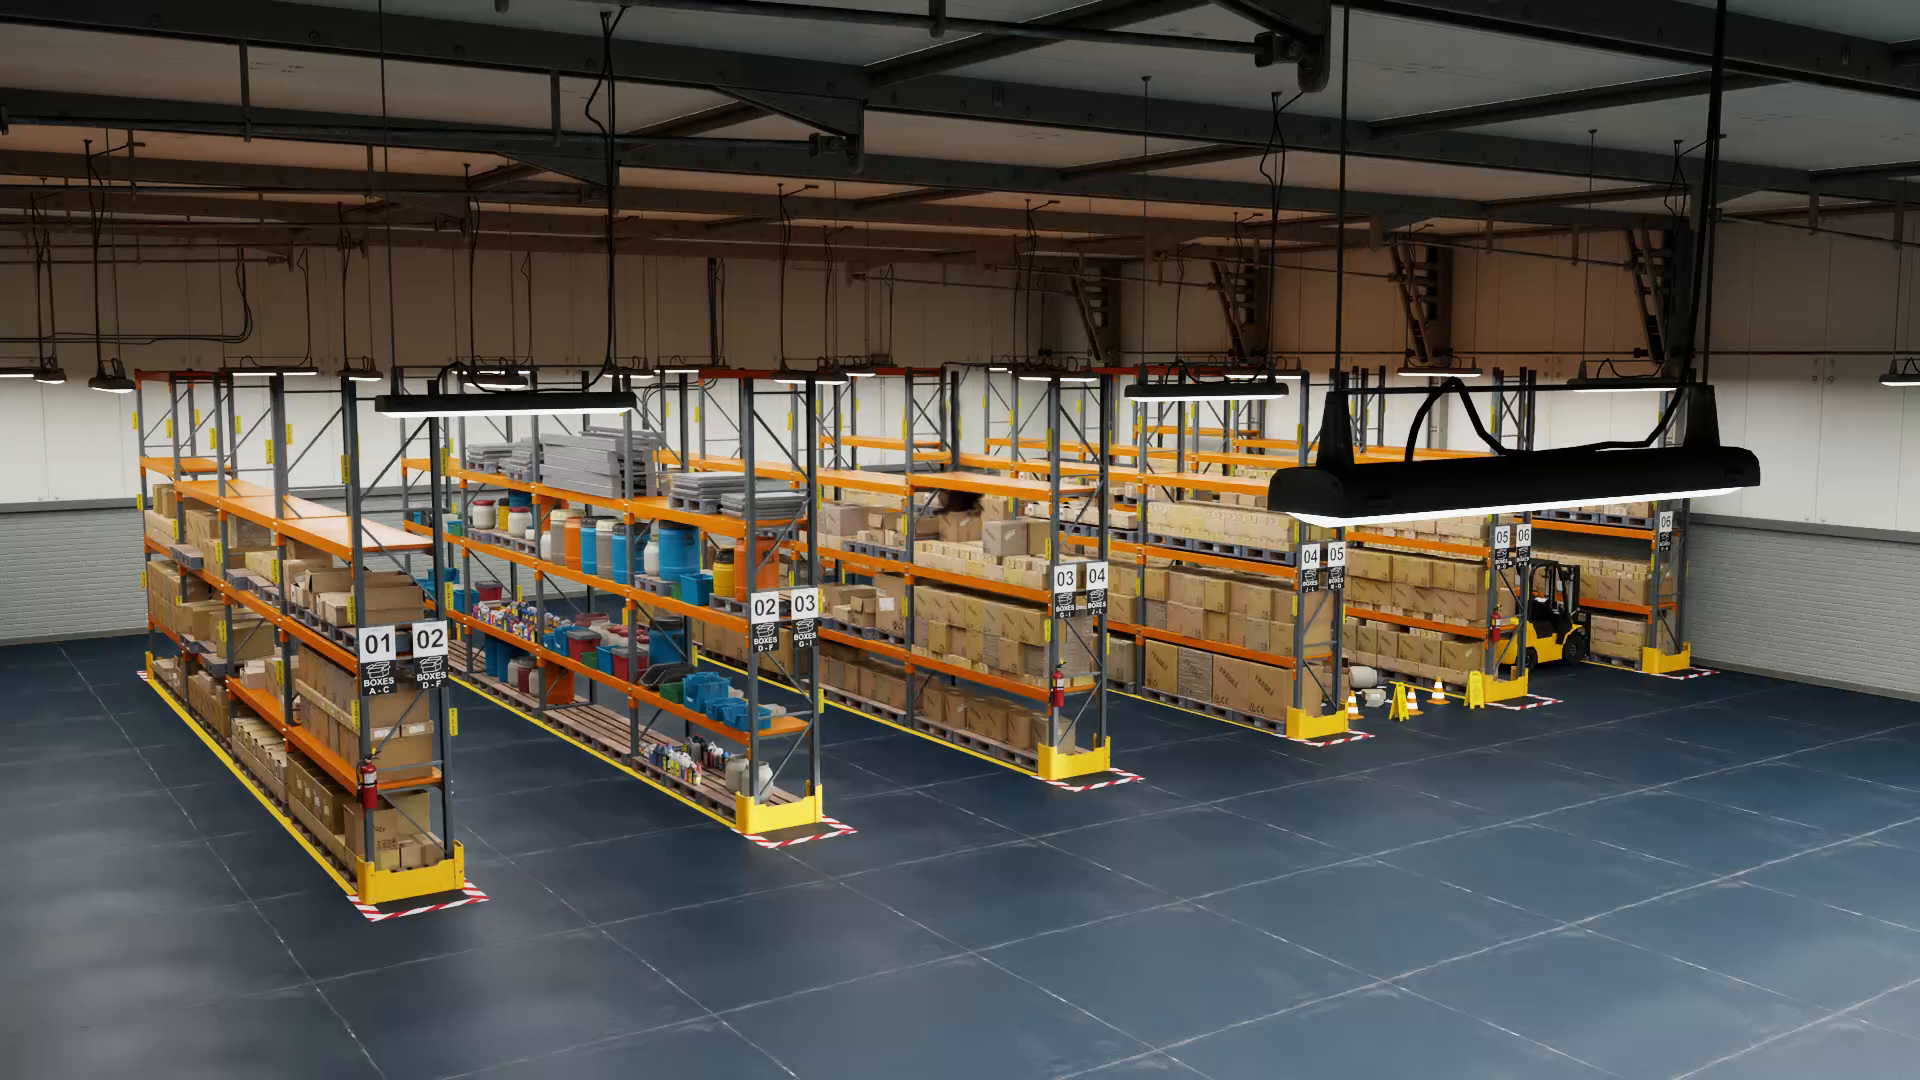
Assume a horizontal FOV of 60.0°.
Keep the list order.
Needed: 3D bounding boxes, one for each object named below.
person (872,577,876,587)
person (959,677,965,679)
[{"bbox_3d":[-1.905,0.721,41.956,0.874,1.841,0.635,1,7,12],"label":"person"},{"bbox_3d":[-0.124,1.857,32.364,0.571,1.659,0.665,-6,9,-44],"label":"person"}]
